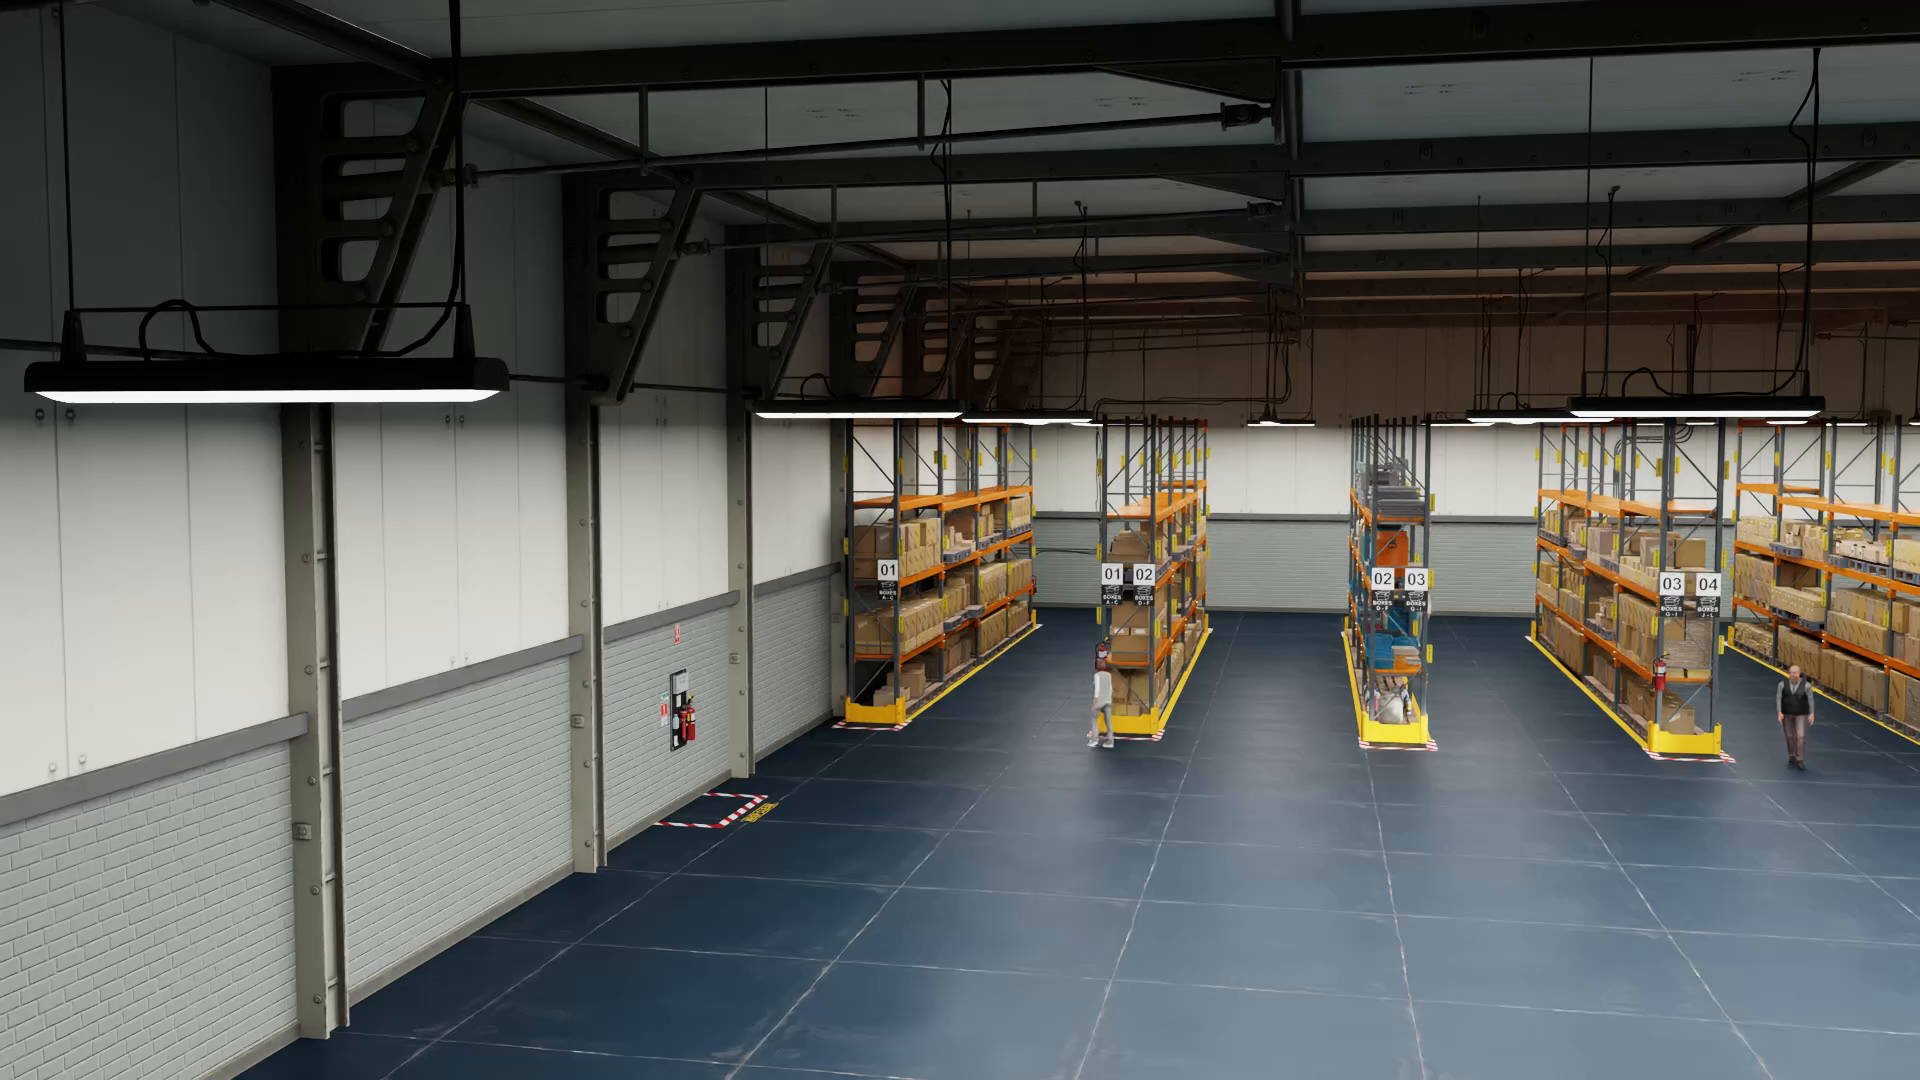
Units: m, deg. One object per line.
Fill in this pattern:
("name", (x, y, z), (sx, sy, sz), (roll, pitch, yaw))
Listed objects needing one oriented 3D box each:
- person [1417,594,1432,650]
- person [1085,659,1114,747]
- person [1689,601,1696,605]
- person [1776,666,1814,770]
("person", (11.958, 1.957, 43.217), (0.551, 1.747, 1.036), (0, 4, -1))
("person", (2.573, 2.957, 29.888), (0.463, 1.618, 0.632), (-2, 4, -31))
("person", (18.443, 2.117, 42.017), (0.541, 1.632, 0.513), (1, 4, 19))
("person", (14.127, 2.977, 28.184), (0.573, 1.685, 0.888), (3, 5, 39))
